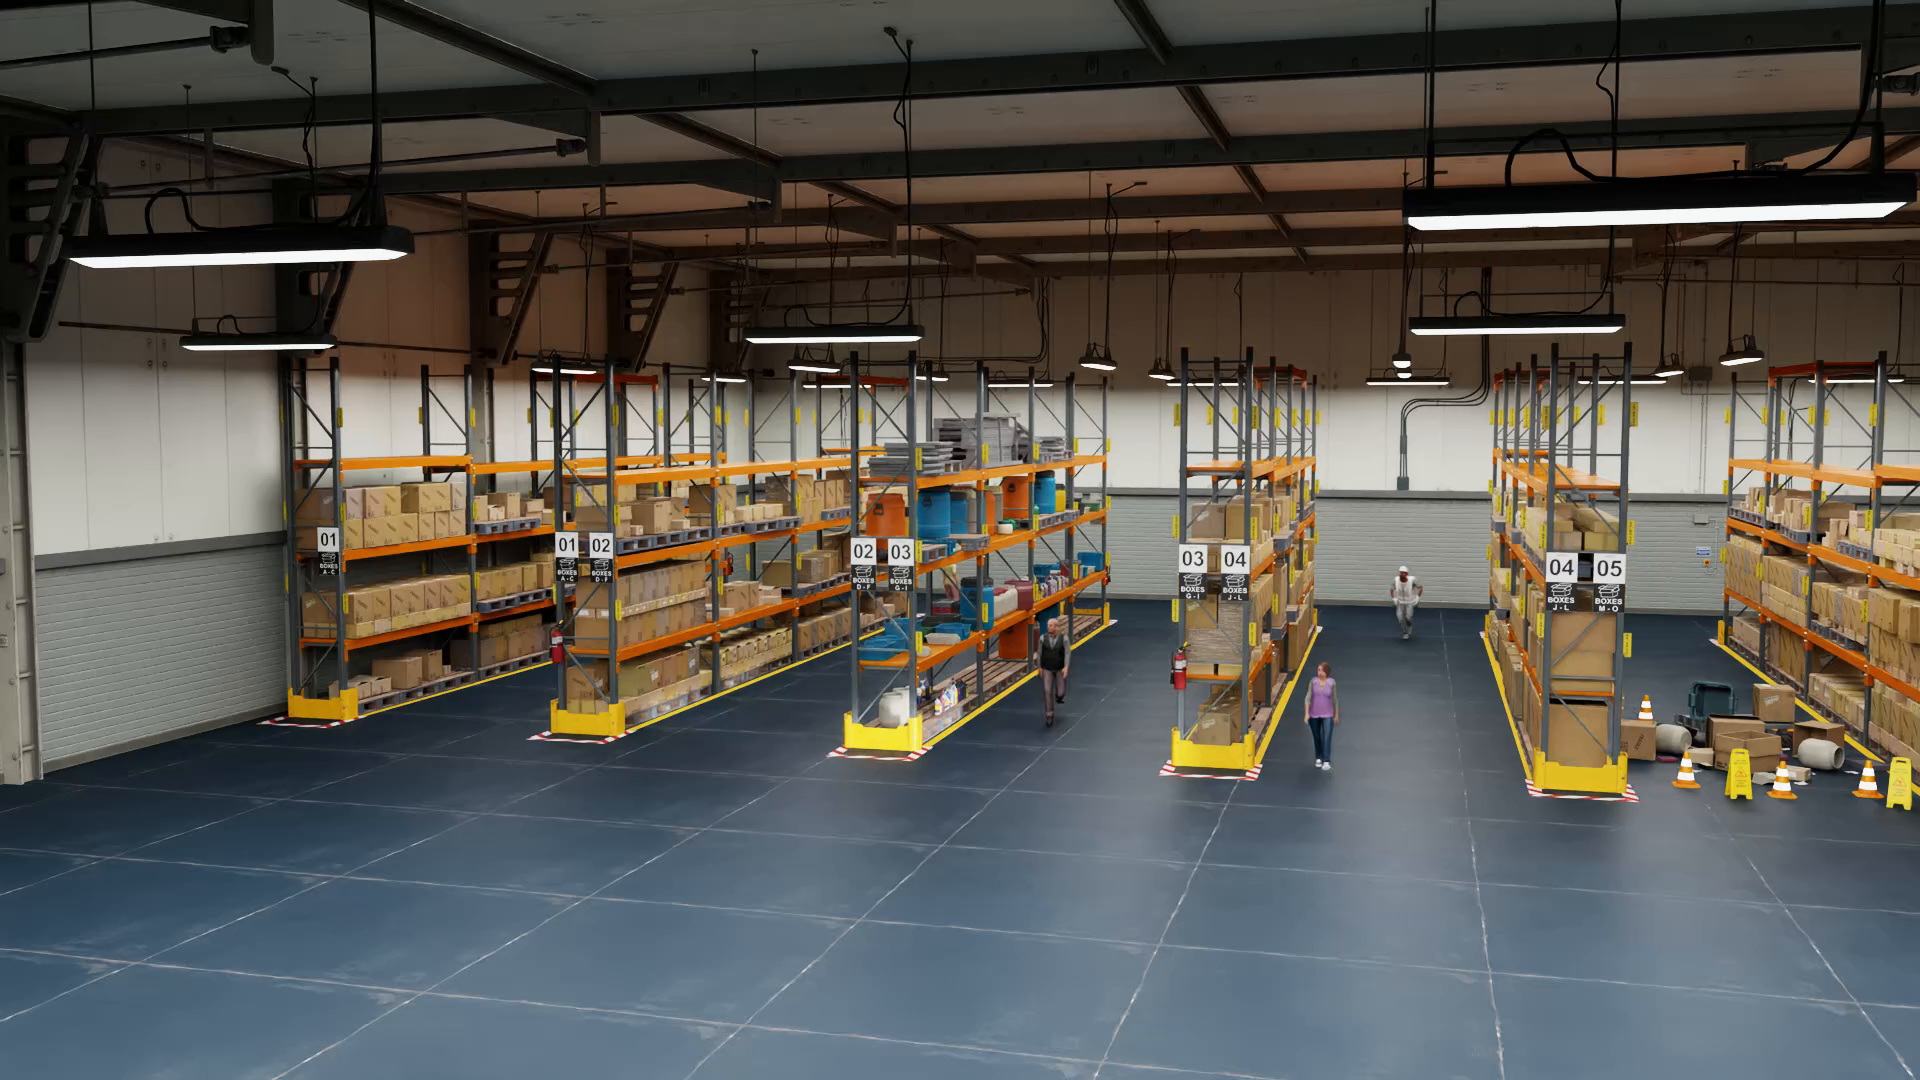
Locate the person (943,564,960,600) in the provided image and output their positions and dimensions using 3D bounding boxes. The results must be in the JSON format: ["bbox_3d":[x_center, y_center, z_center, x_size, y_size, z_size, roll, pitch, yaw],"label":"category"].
[{"bbox_3d":[-0.215,1.139,41.396,0.585,1.667,0.458,4,6,42],"label":"person"}]

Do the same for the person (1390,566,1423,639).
[{"bbox_3d":[10.064,1.412,37.526,0.725,1.680,0.661,2,5,23],"label":"person"}]

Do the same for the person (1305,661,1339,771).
[{"bbox_3d":[5.077,2.490,23.432,0.450,1.547,0.970,2,5,21],"label":"person"}]

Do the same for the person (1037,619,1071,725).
[{"bbox_3d":[1.541,2.133,27.261,0.568,1.679,0.913,0,4,6],"label":"person"}]
